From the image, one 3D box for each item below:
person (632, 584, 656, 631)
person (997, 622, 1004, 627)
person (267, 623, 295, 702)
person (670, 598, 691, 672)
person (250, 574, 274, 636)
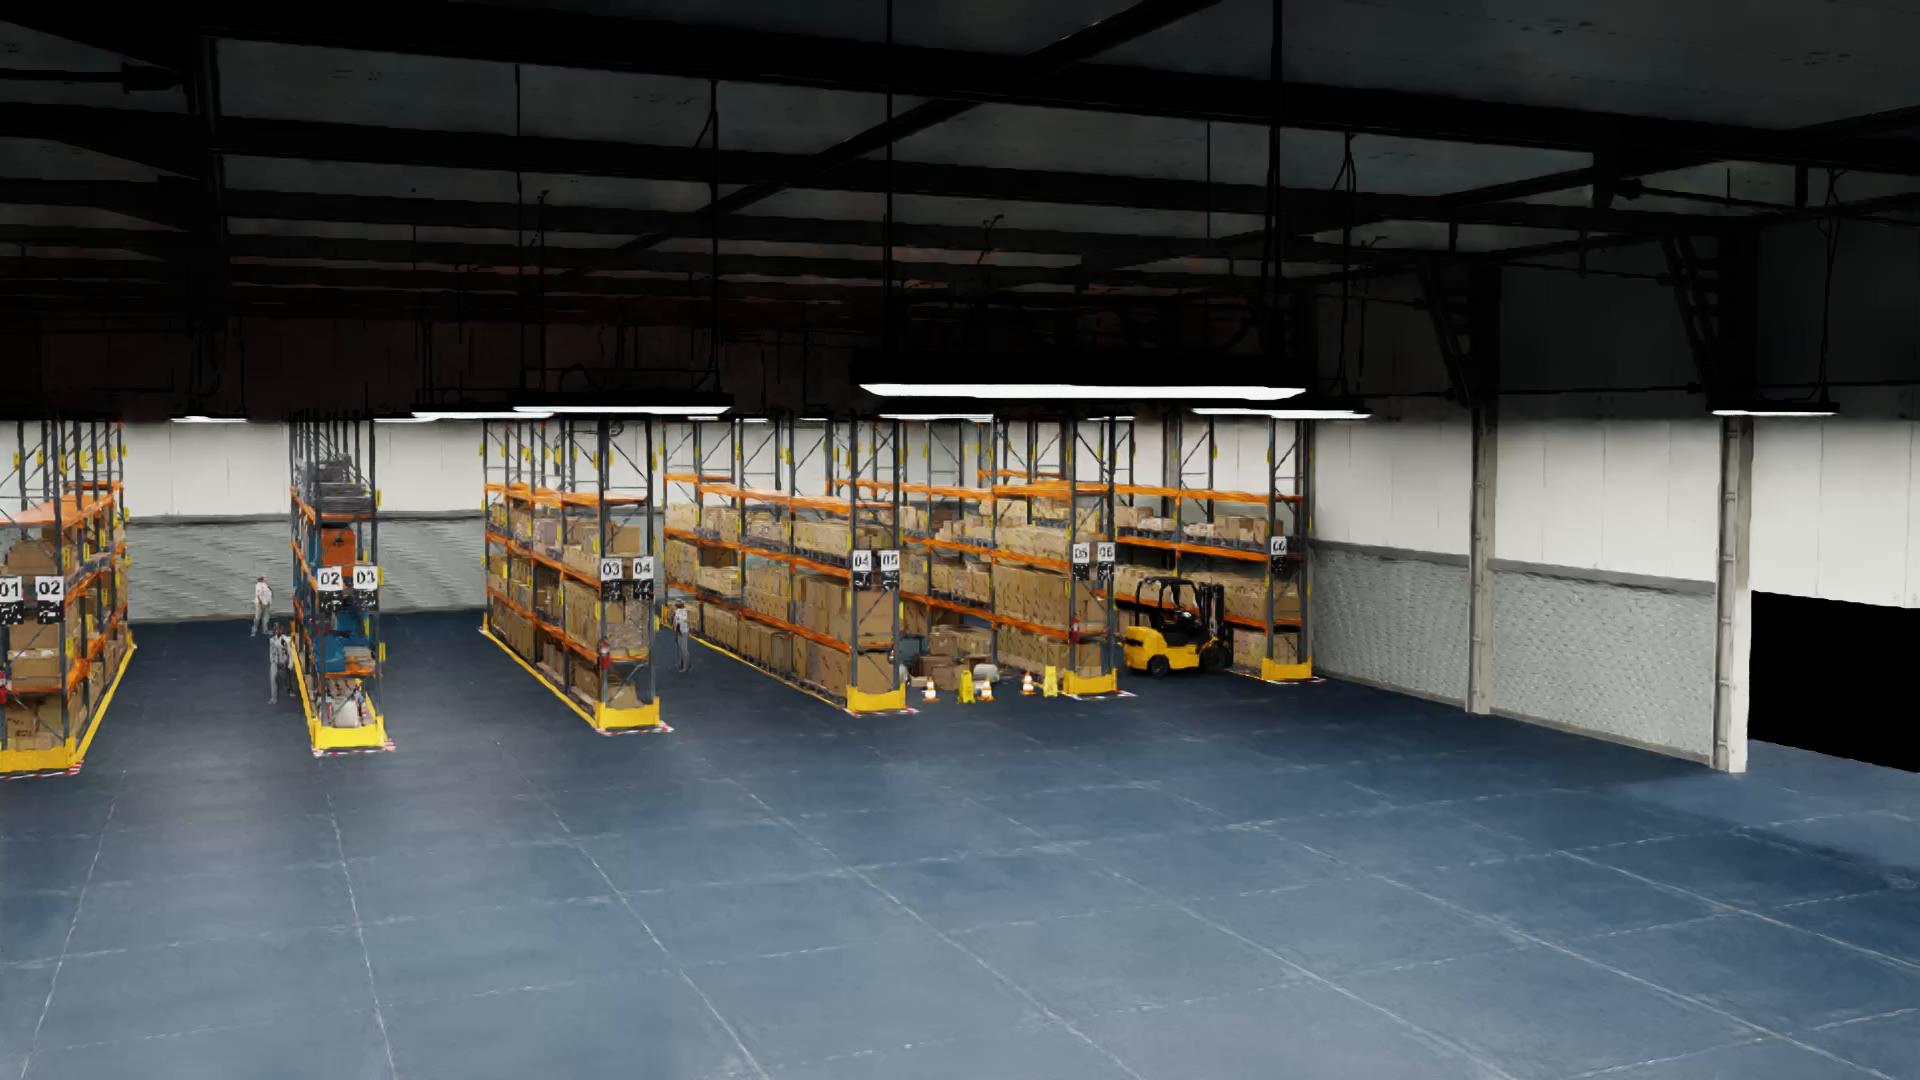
[{"bbox_3d":[-8.681,1.667,45.625,0.663,1.742,0.551,-2,4,-24],"label":"person"},{"bbox_3d":[1.220,1.645,46.435,0.564,1.628,0.595,0,4,-1],"label":"person"},{"bbox_3d":[-13.982,2.497,34.290,0.505,1.633,0.907,-1,4,-7],"label":"person"},{"bbox_3d":[-6.471,2.185,38.449,0.551,1.665,0.573,0,4,5],"label":"person"},{"bbox_3d":[-18.938,1.745,45.024,0.458,1.663,0.687,0,4,7],"label":"person"}]
